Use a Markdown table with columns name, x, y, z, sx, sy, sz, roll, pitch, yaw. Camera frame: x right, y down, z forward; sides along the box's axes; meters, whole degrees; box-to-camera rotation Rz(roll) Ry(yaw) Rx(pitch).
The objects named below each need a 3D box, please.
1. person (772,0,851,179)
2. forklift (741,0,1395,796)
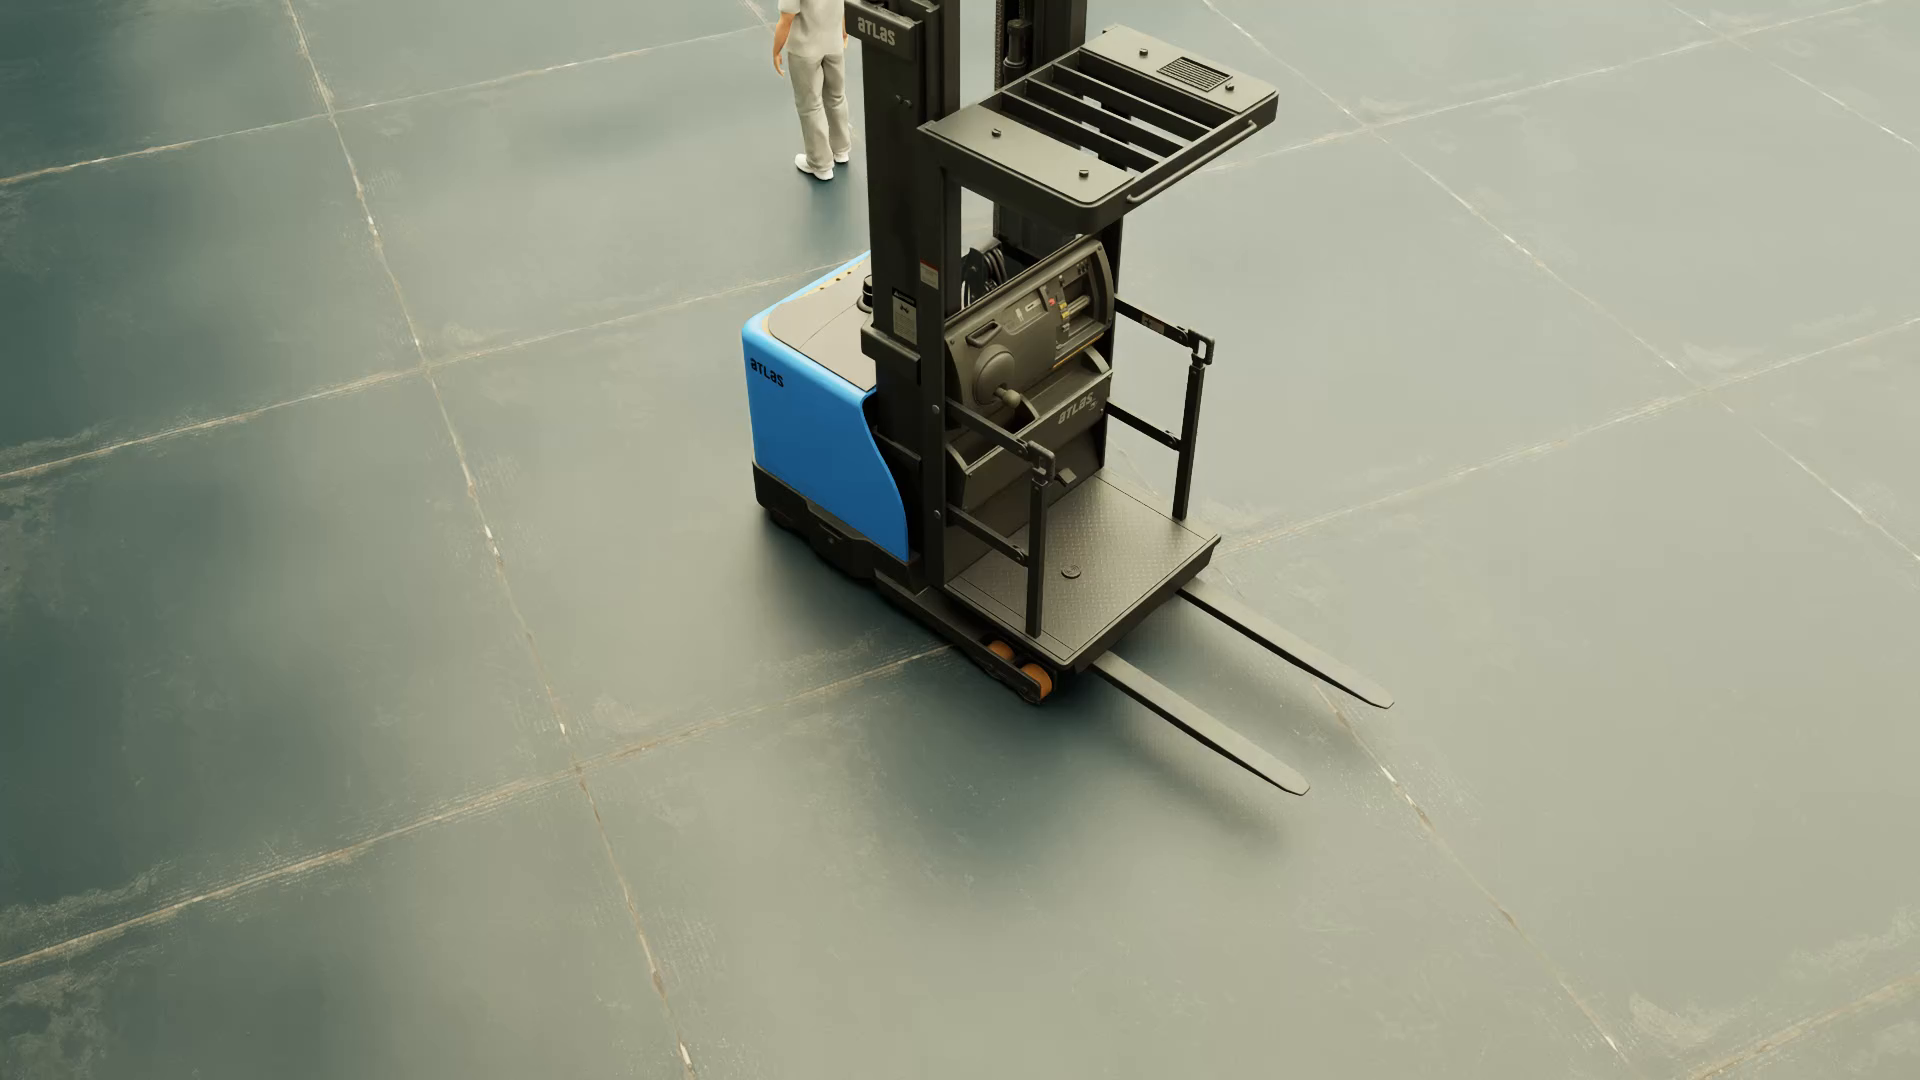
| name | x | y | z | sx | sy | sz | roll | pitch | yaw |
| --- | --- | --- | --- | --- | --- | --- | --- | --- | --- |
| person | -0.872 | -2.890 | 9.687 | 0.550 | 1.673 | 0.548 | -26 | 49 | -25 |
| forklift | 0.445 | -0.788 | 6.525 | 3.031 | 2.935 | 1.130 | 32 | 52 | 30 |
